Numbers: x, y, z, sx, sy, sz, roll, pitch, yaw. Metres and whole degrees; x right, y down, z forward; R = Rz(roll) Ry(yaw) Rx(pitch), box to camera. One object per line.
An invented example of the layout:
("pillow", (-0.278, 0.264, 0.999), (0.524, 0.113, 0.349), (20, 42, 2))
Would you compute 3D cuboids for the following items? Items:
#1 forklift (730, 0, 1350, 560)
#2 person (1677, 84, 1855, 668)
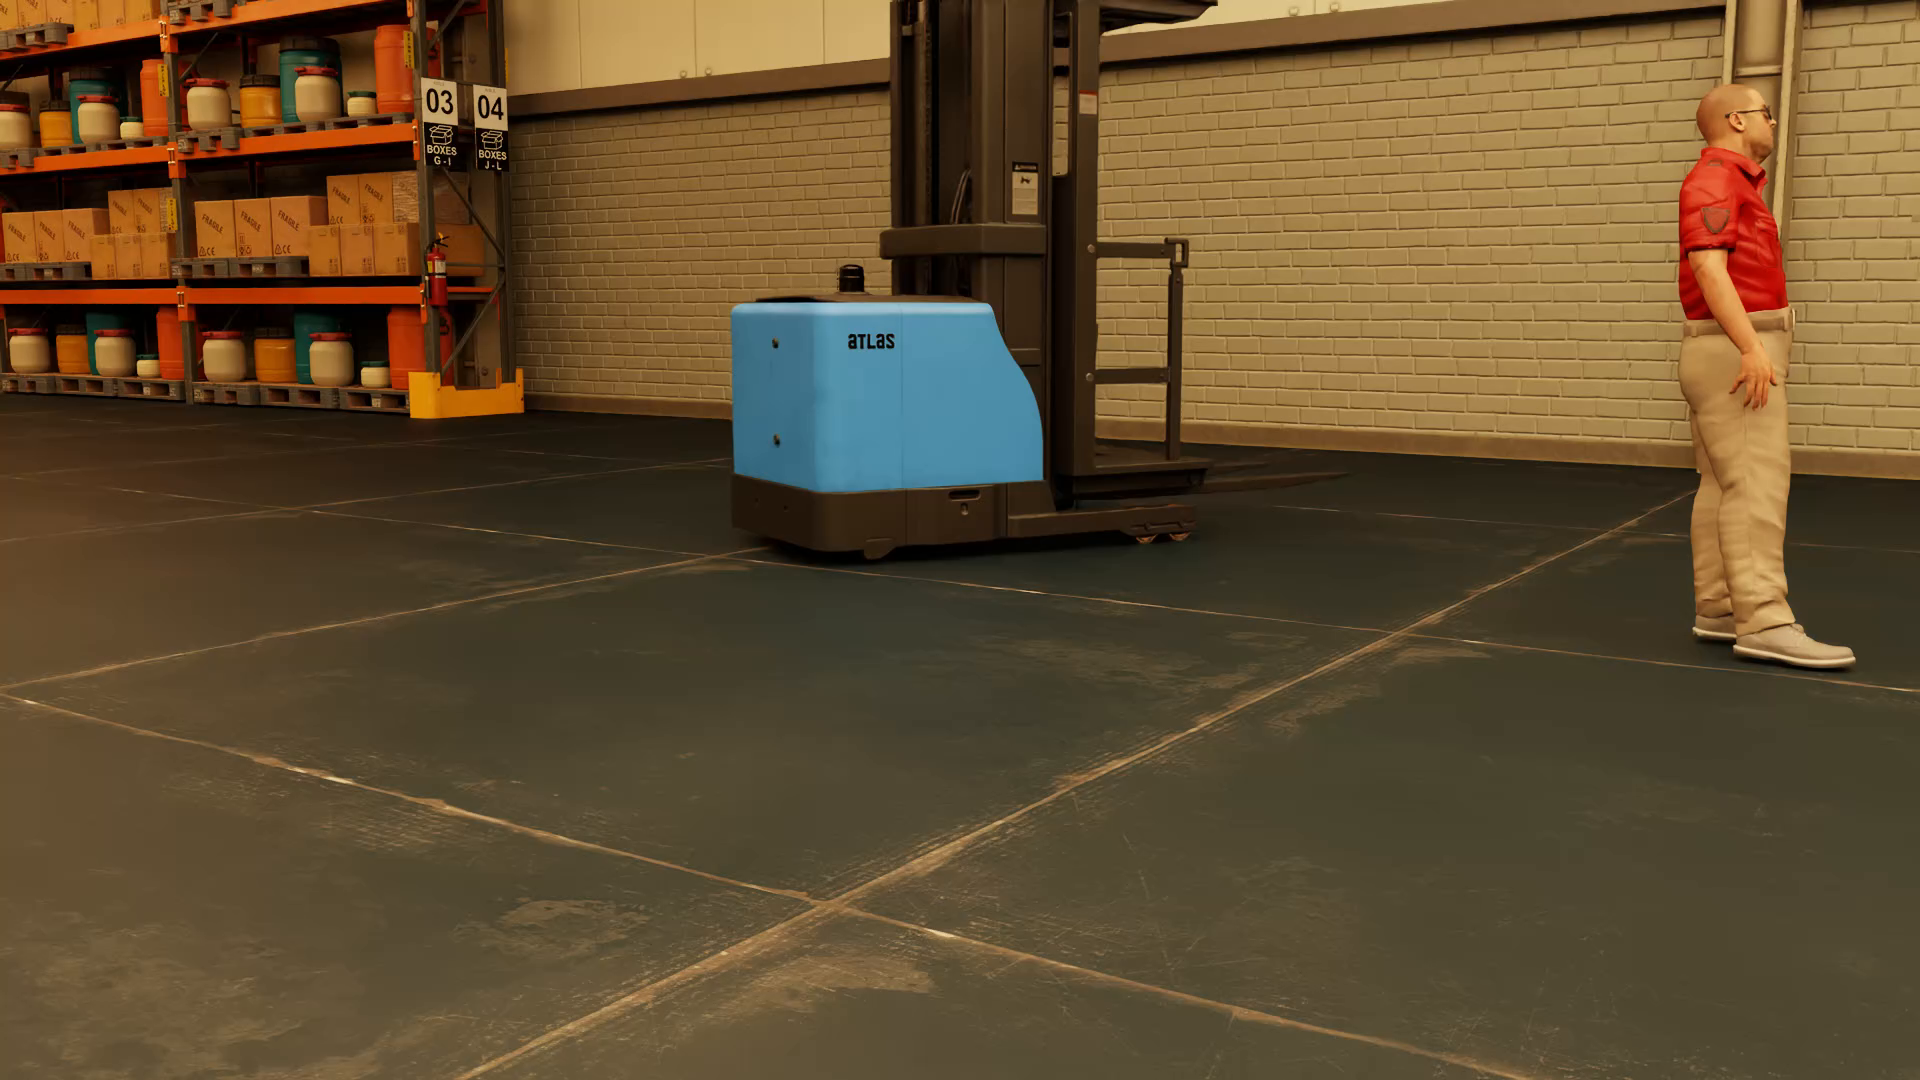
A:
("forklift", (0.492, -1.498, 7.724), (3.031, 2.935, 1.130), (-5, 9, -30))
("person", (2.478, -0.525, 5.110), (0.551, 1.727, 0.640), (3, 9, 23))
